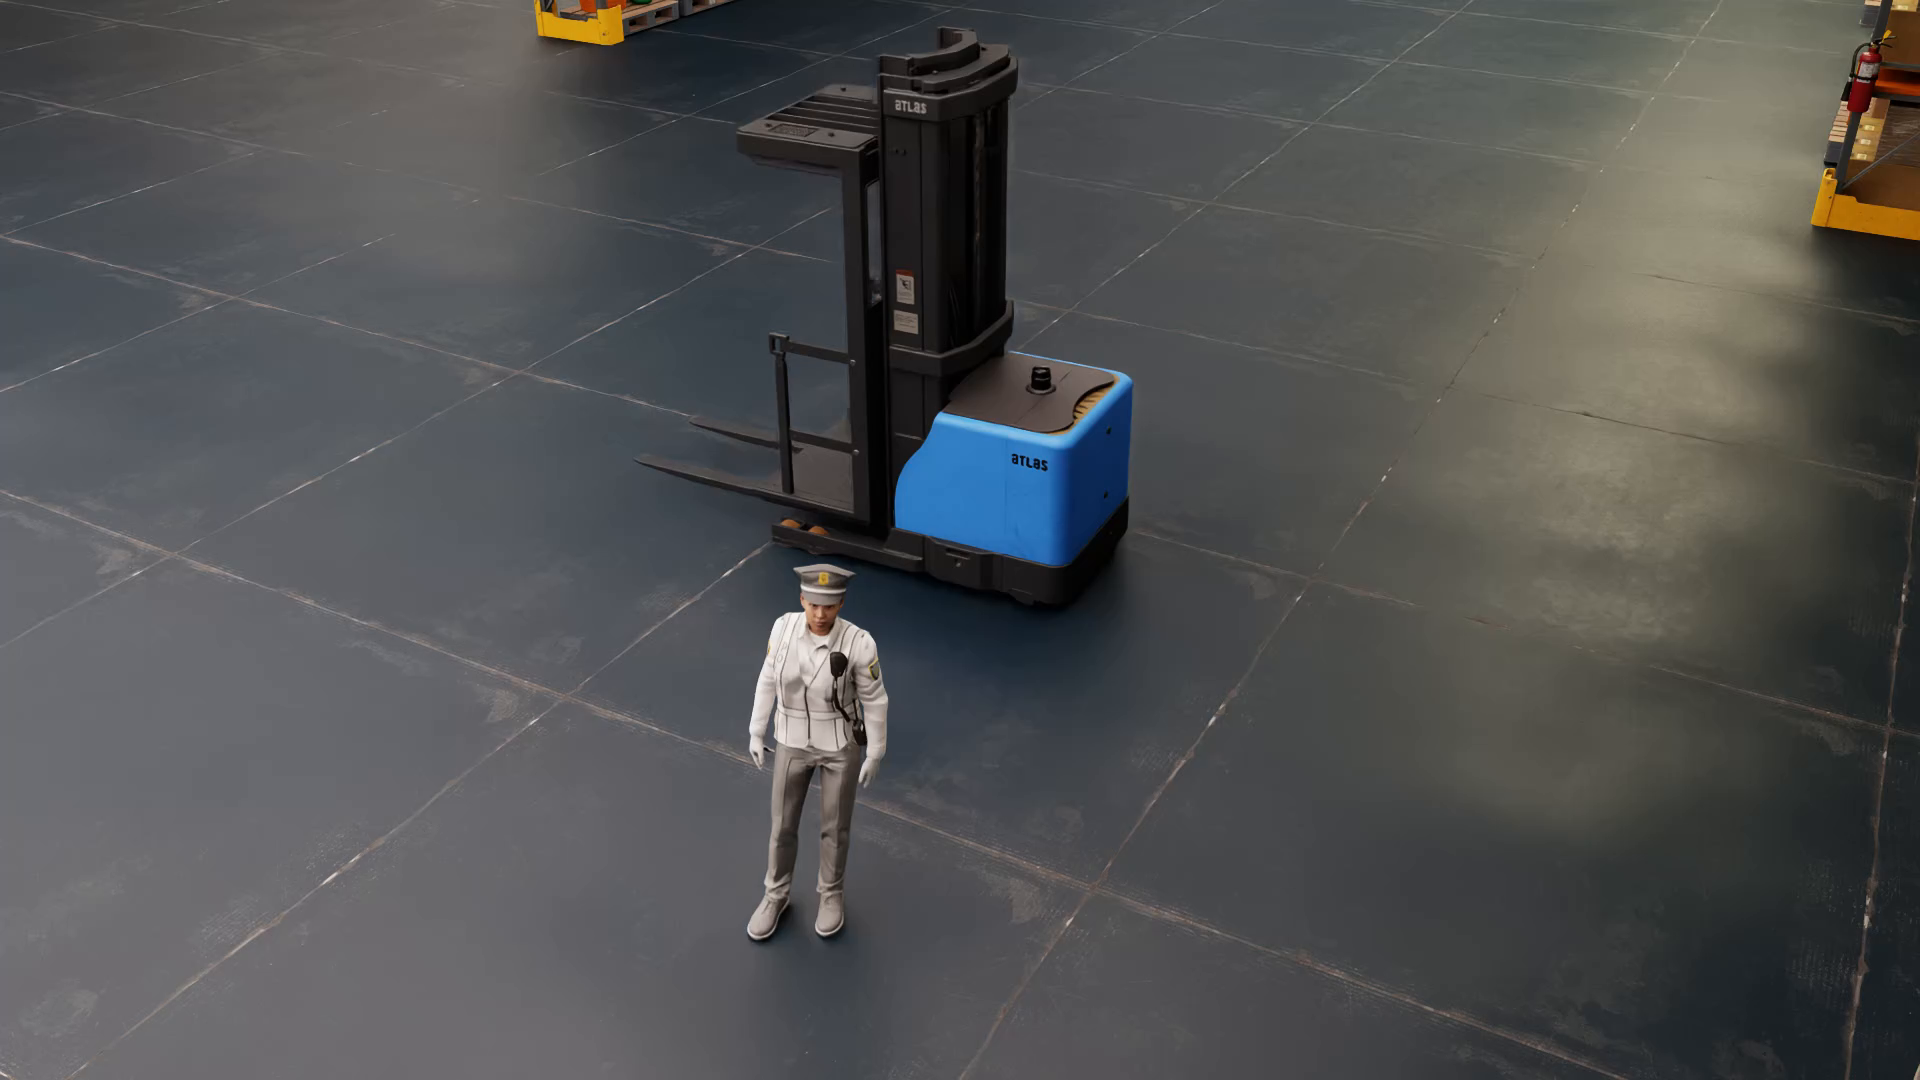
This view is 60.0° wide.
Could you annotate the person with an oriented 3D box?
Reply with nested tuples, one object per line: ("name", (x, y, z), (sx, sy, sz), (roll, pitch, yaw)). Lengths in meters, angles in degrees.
("person", (-0.592, 0.869, 6.797), (0.575, 1.701, 0.514), (6, 31, 10))

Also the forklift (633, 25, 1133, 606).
("forklift", (-0.553, -1.401, 9.498), (3.031, 2.935, 1.130), (14, 33, 22))
